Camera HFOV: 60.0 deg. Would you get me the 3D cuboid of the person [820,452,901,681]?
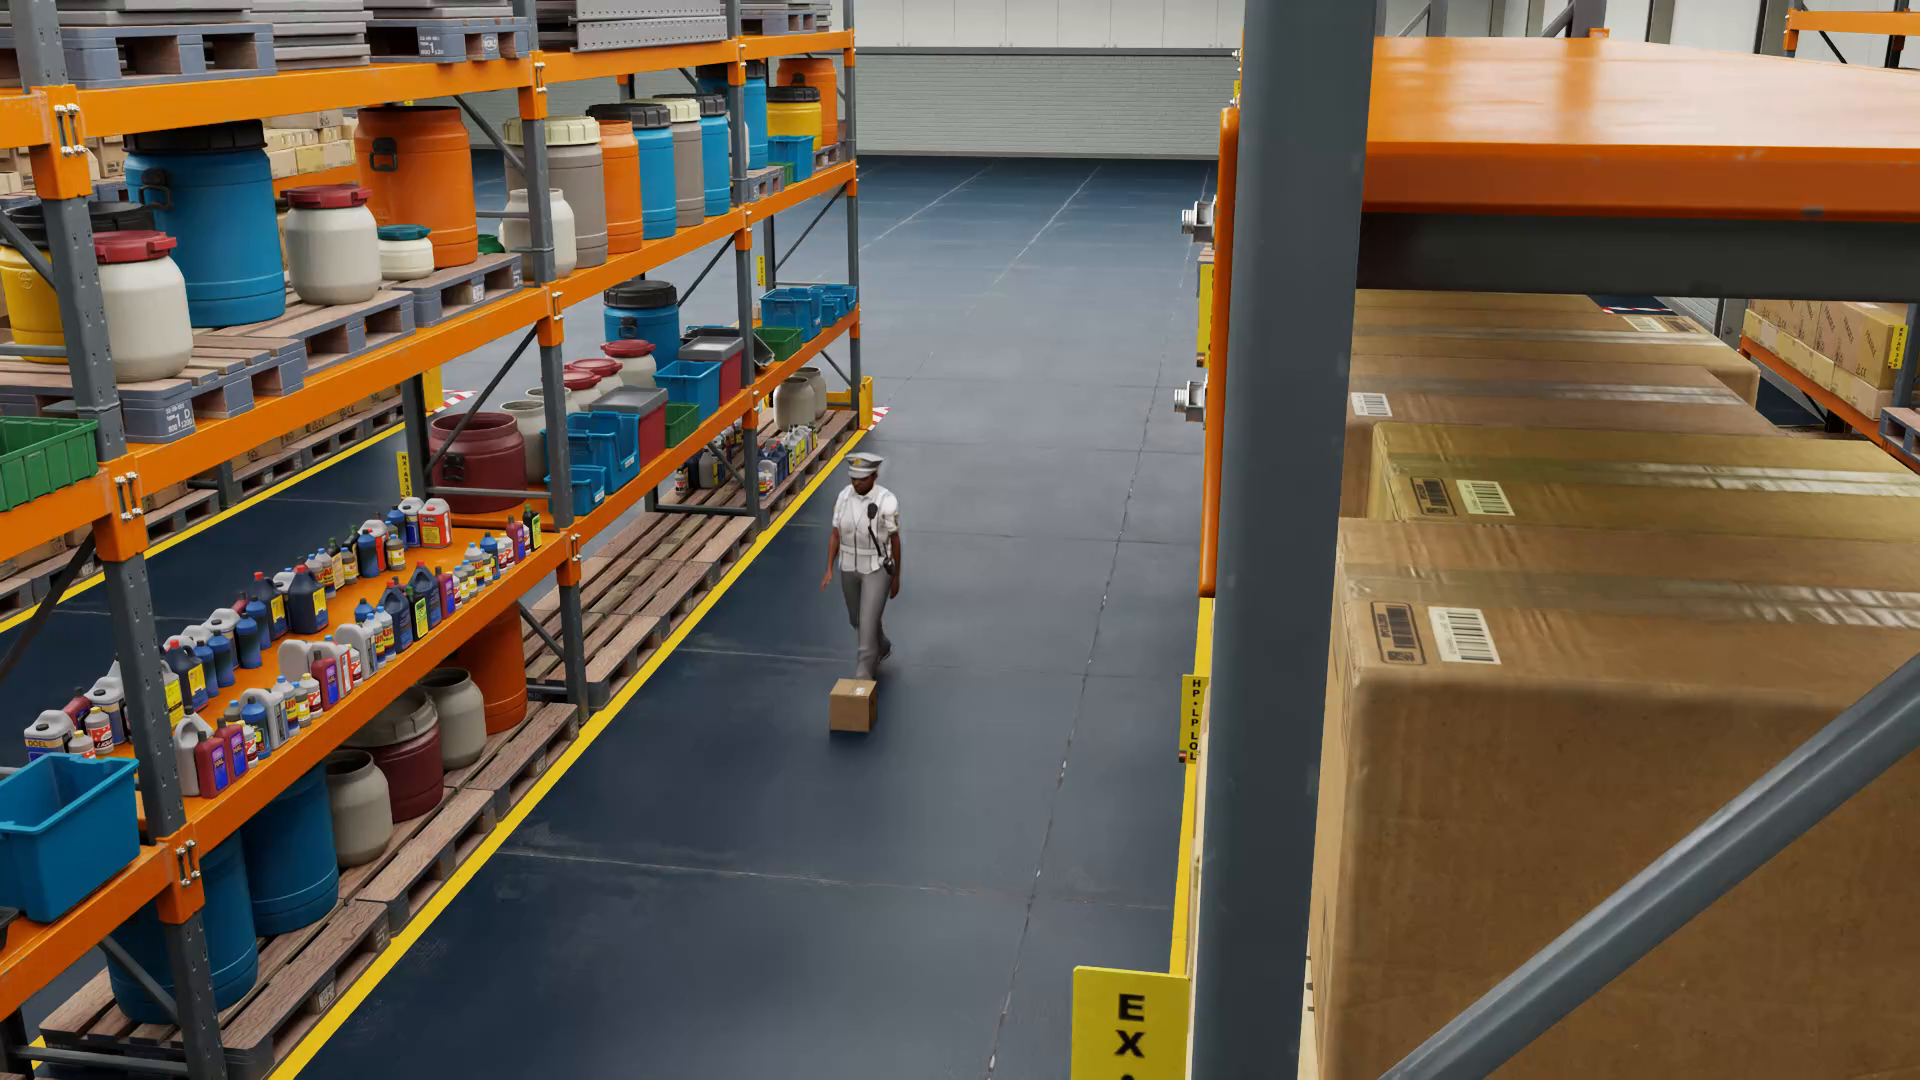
[{"bbox_3d":[-0.633,0.207,10.897,0.450,1.630,0.910,9,20,27],"label":"person"}]
